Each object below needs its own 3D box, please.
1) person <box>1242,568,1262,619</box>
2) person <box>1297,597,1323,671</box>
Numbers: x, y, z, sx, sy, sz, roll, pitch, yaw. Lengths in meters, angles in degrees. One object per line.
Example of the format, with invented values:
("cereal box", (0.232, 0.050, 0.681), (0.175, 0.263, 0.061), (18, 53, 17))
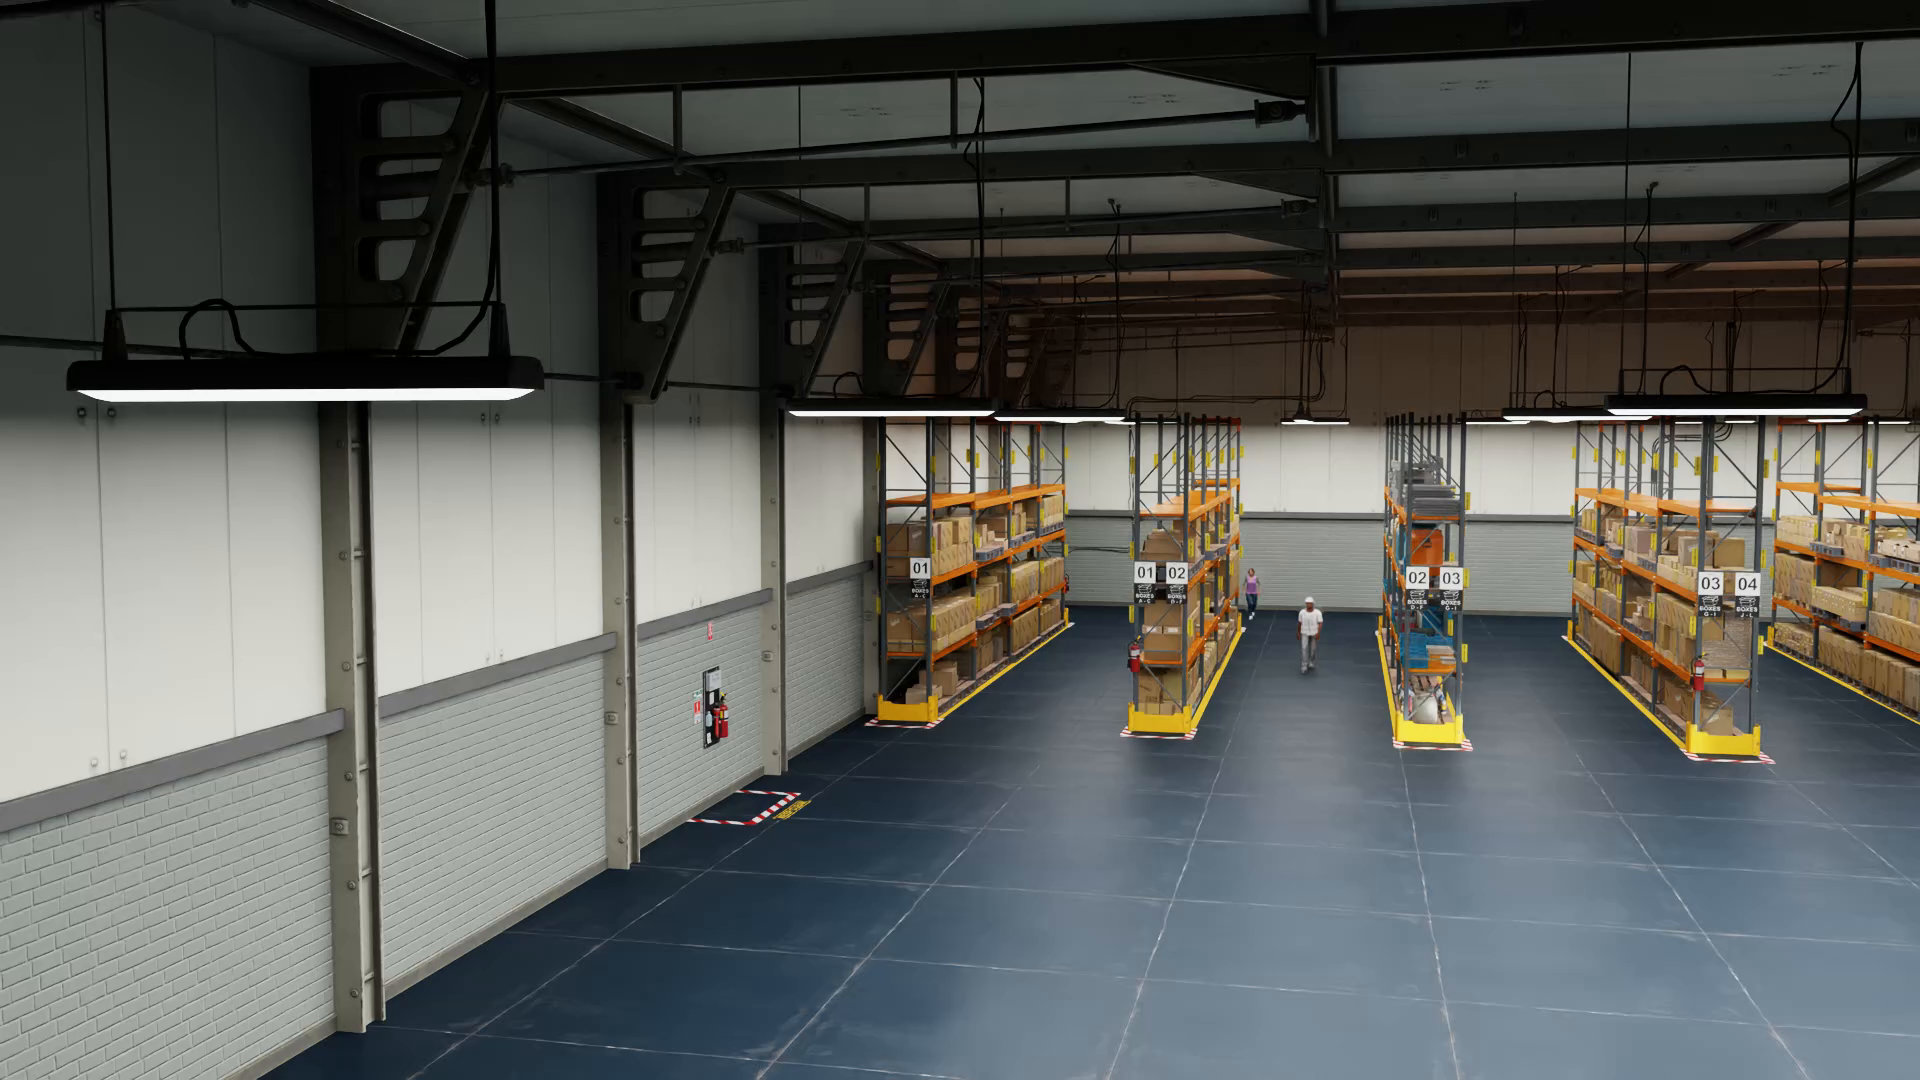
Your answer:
("person", (8.727, 1.598, 49.727), (0.576, 1.541, 0.491), (0, 4, 5))
("person", (8.238, 2.195, 39.081), (0.562, 1.695, 1.067), (1, 4, 7))
